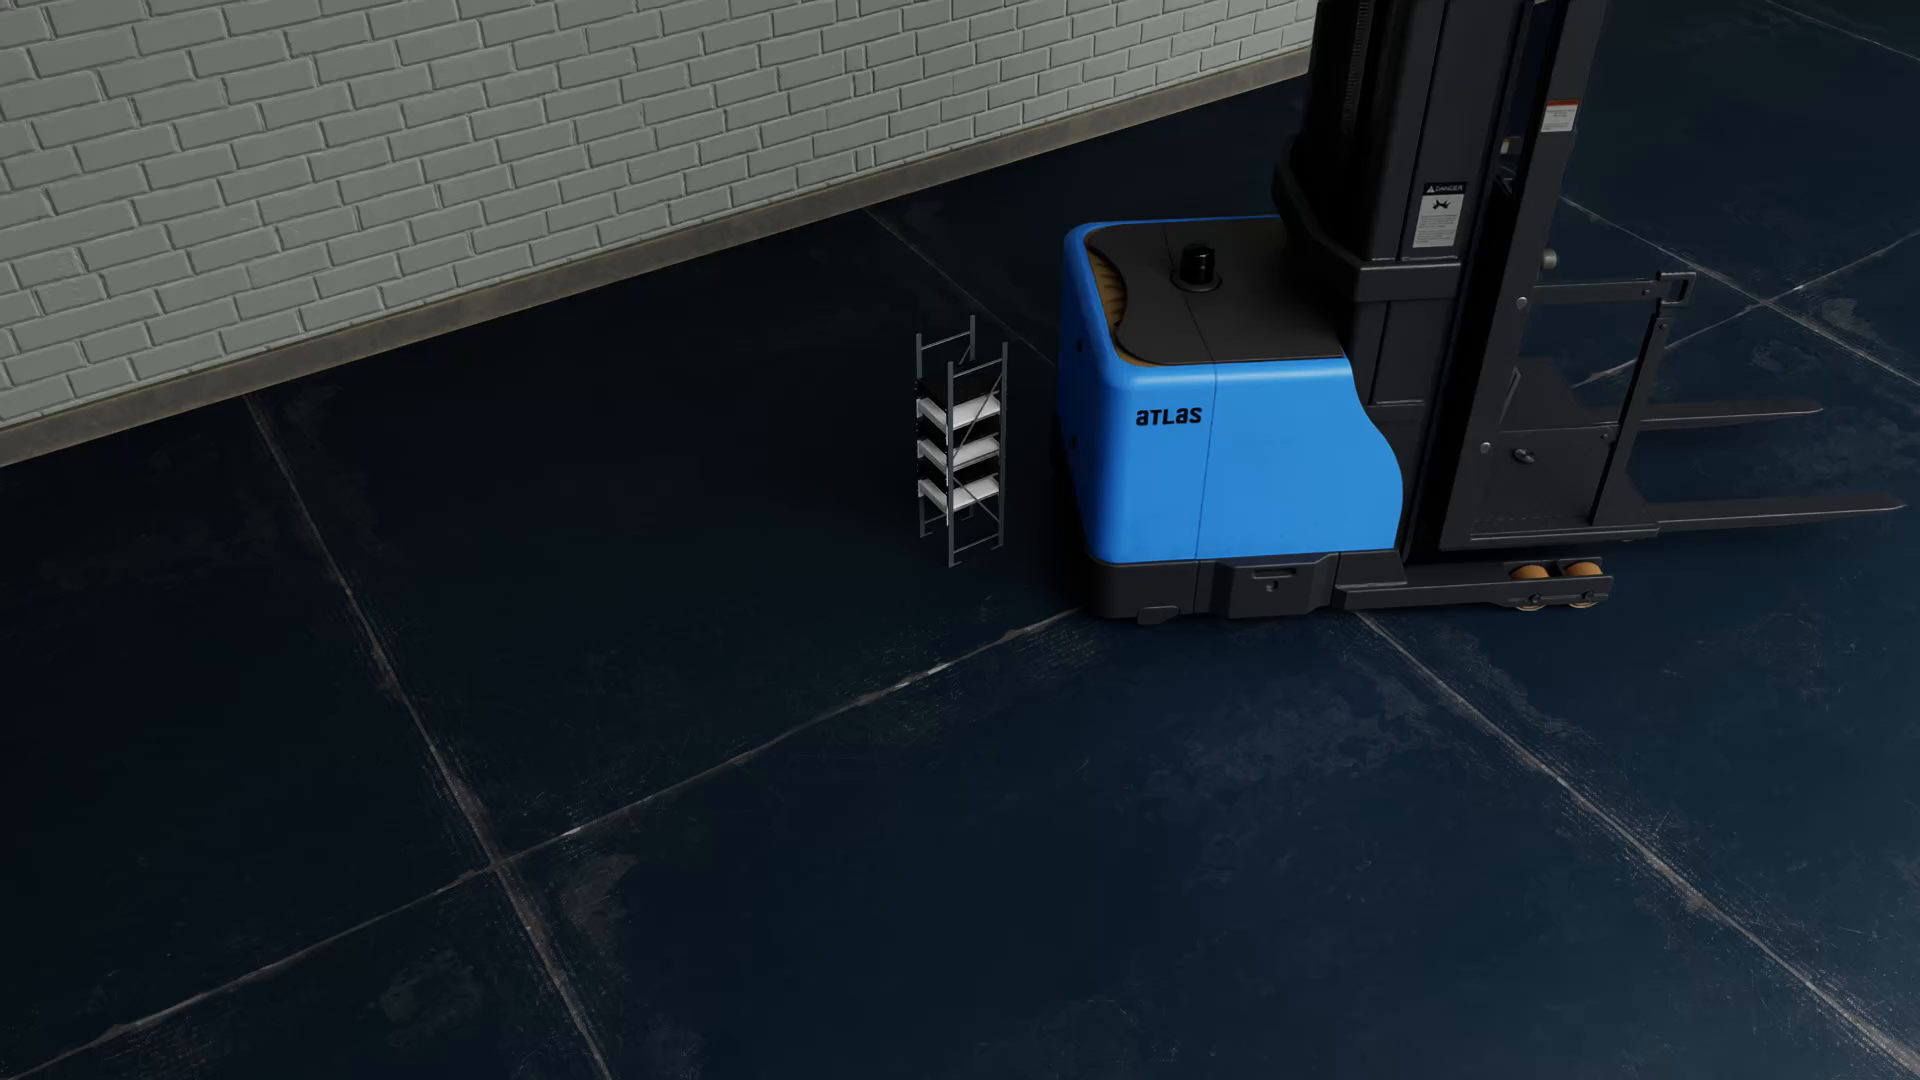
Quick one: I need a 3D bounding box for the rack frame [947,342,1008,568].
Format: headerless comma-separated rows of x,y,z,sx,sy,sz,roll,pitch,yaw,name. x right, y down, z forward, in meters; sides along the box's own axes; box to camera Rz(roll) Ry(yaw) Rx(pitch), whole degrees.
0.059,-0.286,5.891,0.240,0.900,0.006,-22,45,-24,rack frame

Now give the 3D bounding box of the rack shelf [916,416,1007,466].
0.004,-0.385,5.920,0.258,0.077,0.200,-22,45,-24,rack shelf

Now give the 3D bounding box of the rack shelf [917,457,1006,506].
0.004,-0.247,6.036,0.258,0.077,0.200,-22,45,-24,rack shelf

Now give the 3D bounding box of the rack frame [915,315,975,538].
-0.050,-0.396,6.023,0.240,0.900,0.006,-22,45,-24,rack frame

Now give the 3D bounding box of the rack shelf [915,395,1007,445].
0.004,-0.454,5.863,0.258,0.077,0.200,-22,45,-24,rack shelf

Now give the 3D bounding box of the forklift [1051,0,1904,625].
1.901,-1.208,5.411,3.031,2.935,1.130,-3,40,-4,forklift

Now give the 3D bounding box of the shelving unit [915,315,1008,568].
0.004,-0.341,5.957,0.258,0.900,0.210,-22,45,-24,shelving unit

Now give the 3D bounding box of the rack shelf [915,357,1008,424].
0.004,-0.523,5.805,0.258,0.077,0.200,-22,45,-24,rack shelf

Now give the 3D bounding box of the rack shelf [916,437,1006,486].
0.004,-0.316,5.978,0.258,0.077,0.200,-22,45,-24,rack shelf

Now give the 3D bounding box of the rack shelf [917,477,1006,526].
0.004,-0.177,6.093,0.258,0.077,0.200,-22,45,-24,rack shelf
